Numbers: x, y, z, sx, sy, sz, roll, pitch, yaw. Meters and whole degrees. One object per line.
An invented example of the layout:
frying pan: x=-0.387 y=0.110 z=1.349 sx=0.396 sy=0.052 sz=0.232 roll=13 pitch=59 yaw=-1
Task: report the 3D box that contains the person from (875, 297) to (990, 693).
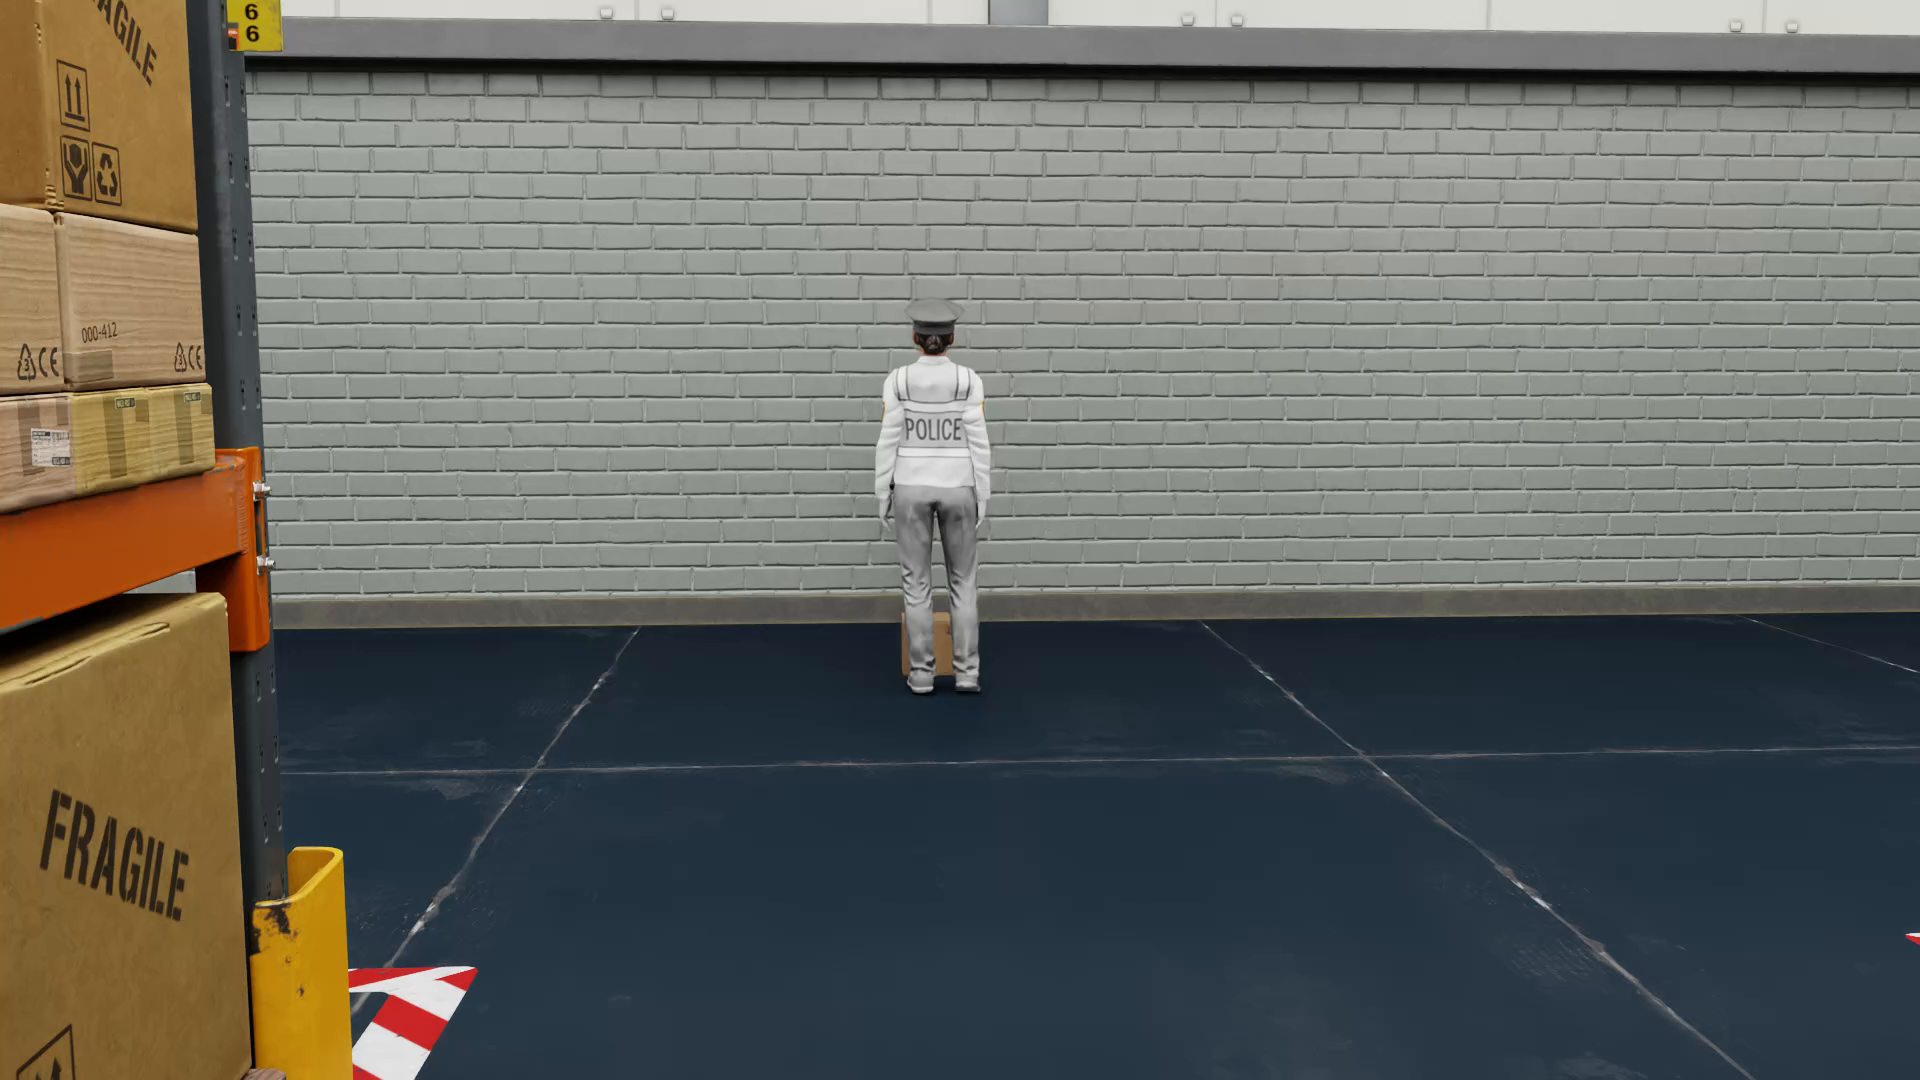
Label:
person: x=-0.117 y=-0.158 z=7.101 sx=0.490 sy=1.744 sz=0.384 roll=0 pitch=7 yaw=-3
